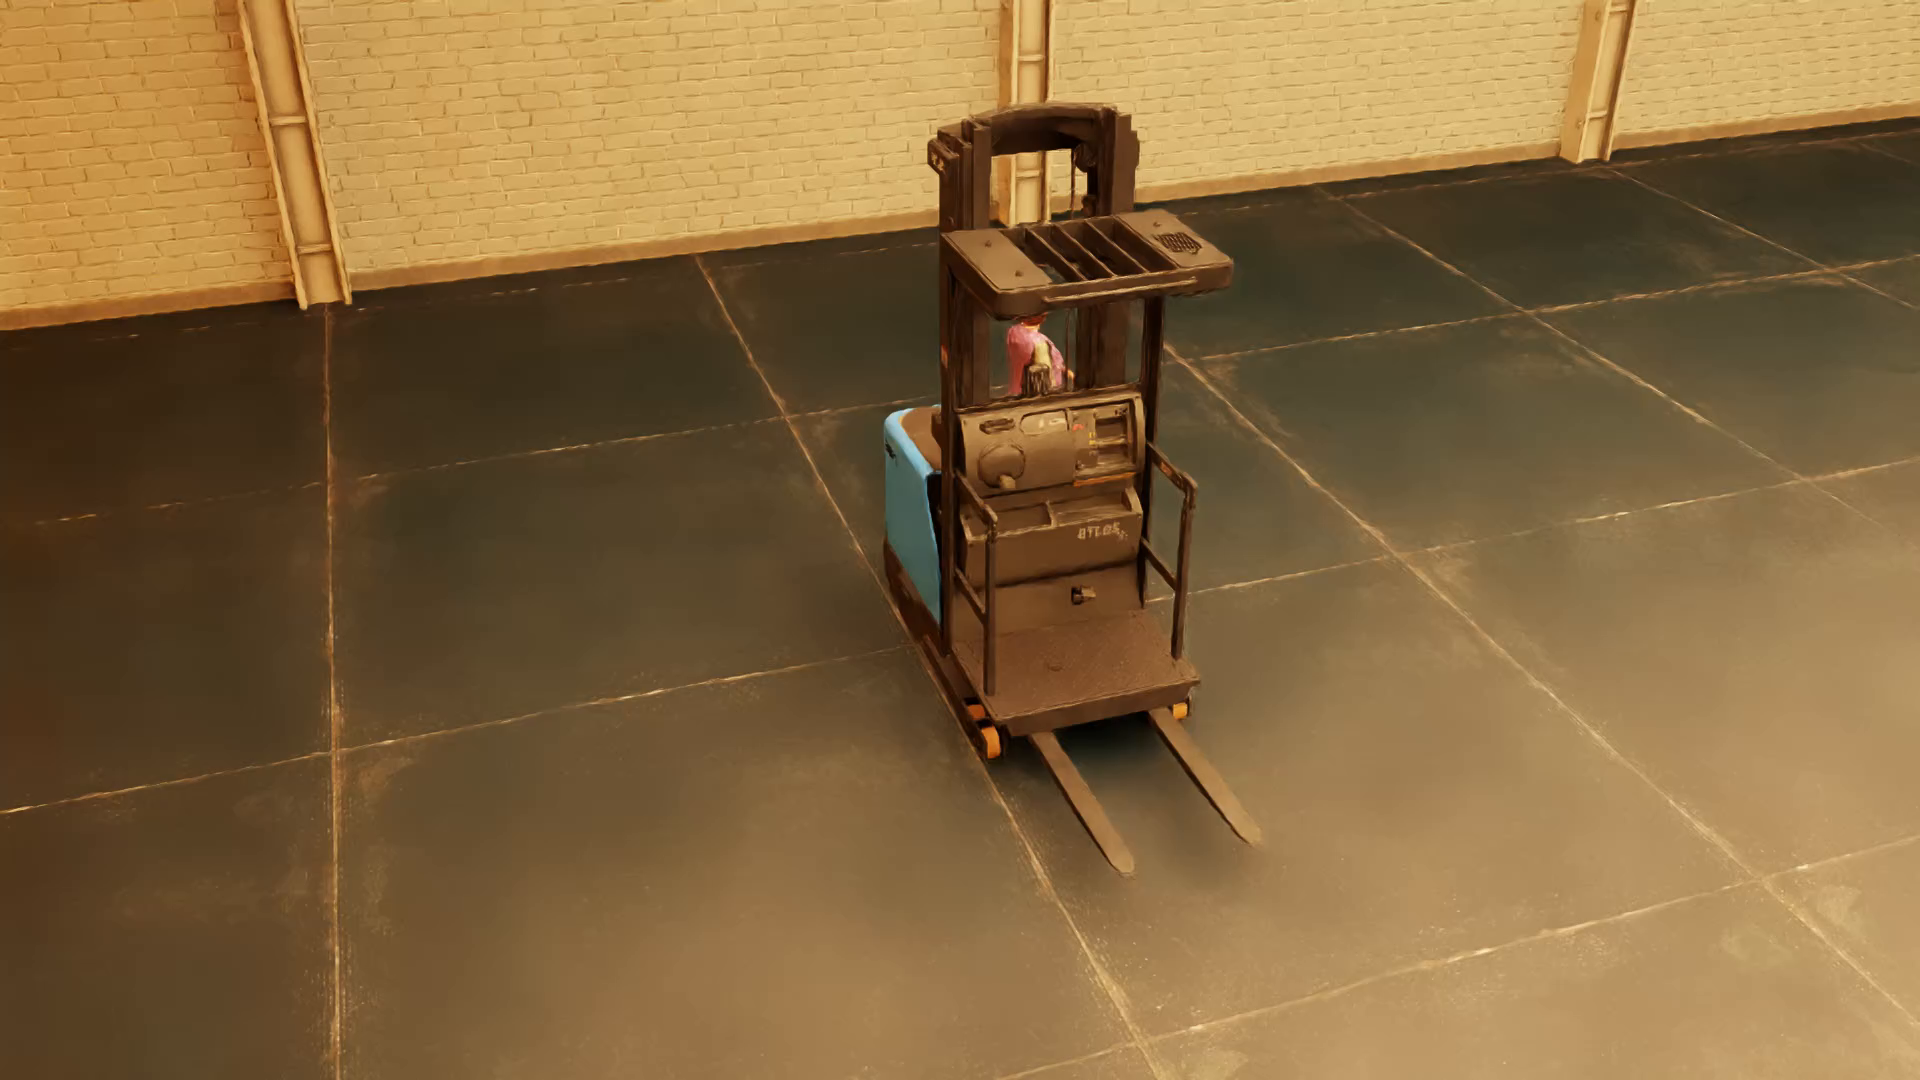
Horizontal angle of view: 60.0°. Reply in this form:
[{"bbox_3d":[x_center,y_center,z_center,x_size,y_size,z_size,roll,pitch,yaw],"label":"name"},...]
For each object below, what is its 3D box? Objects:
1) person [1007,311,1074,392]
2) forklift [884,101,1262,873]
[{"bbox_3d":[0.504,-0.743,9.795,0.814,1.523,0.547,-18,34,-28],"label":"person"},{"bbox_3d":[0.523,-0.424,7.823,1.130,2.935,3.031,-10,31,-16],"label":"forklift"}]
